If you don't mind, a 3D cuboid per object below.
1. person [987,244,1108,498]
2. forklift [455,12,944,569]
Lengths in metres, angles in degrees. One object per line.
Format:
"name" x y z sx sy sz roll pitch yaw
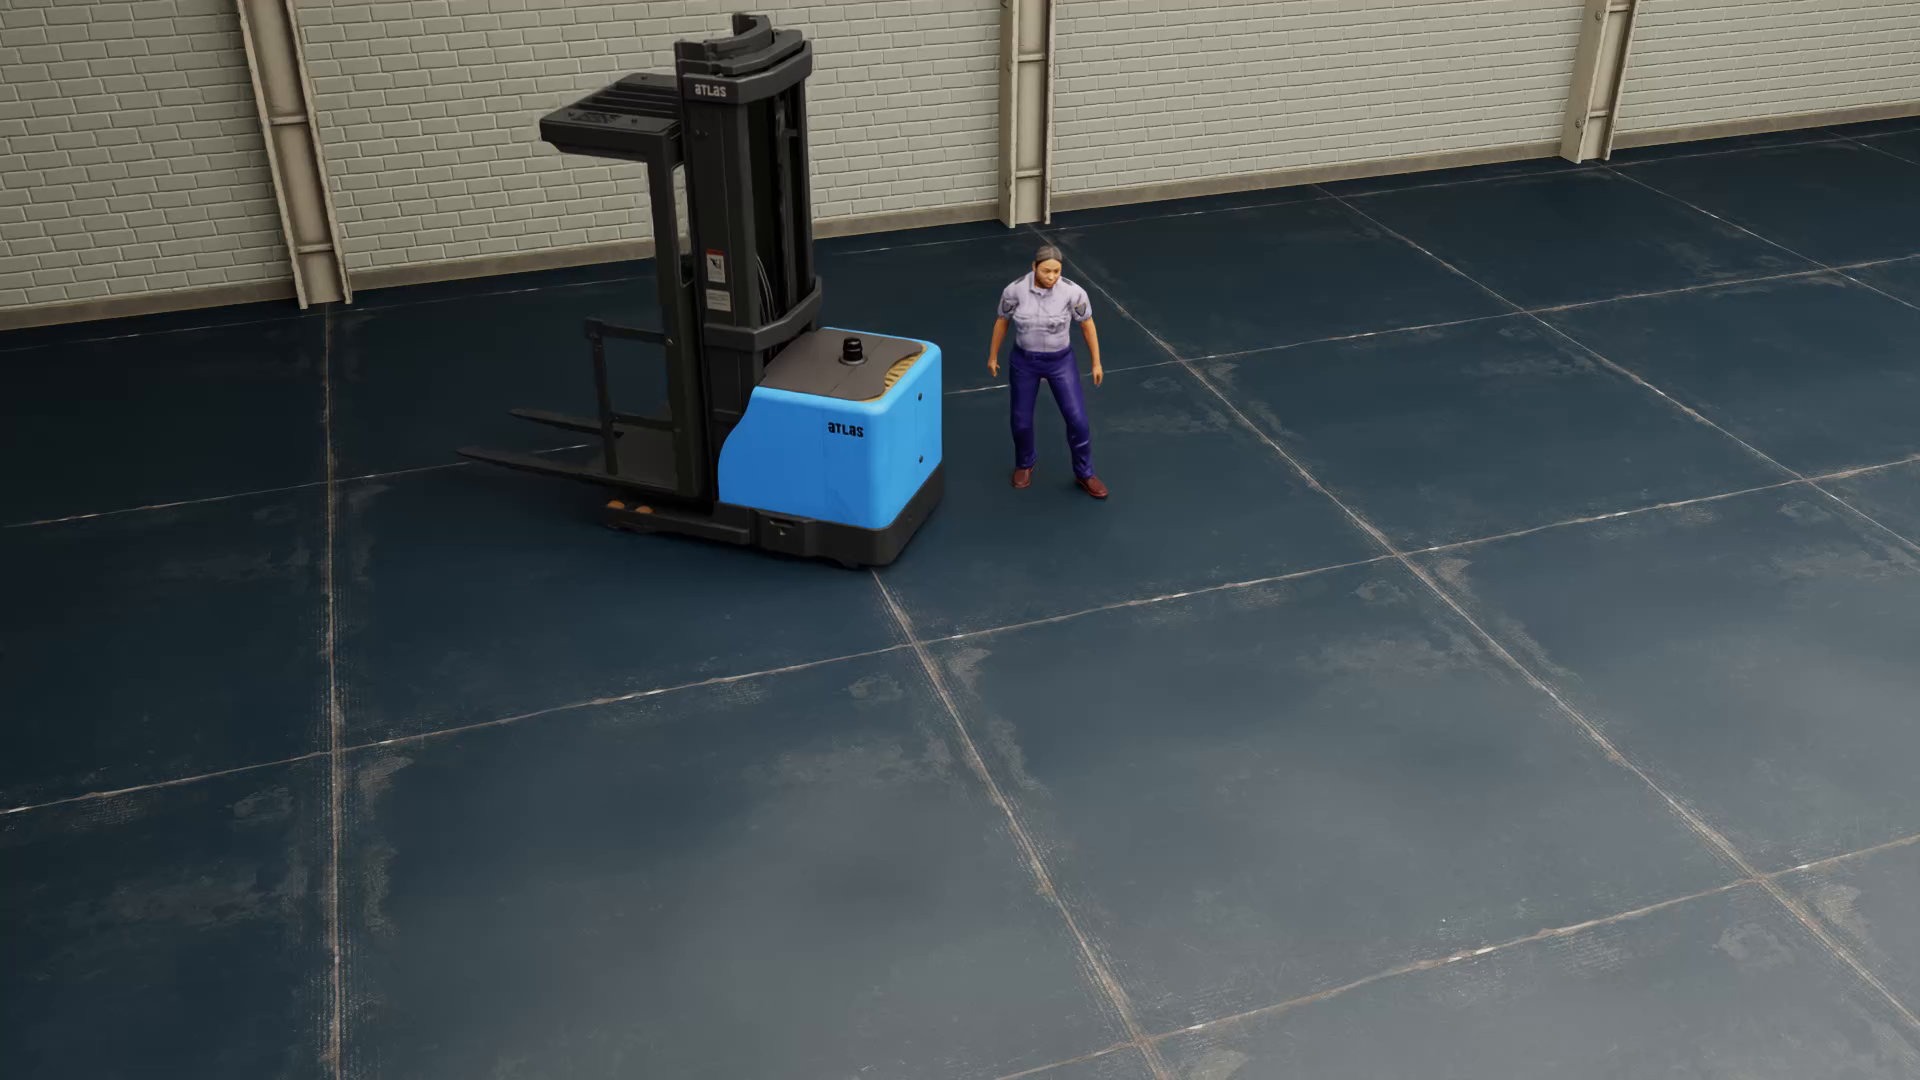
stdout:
"person" 0.557 -1.069 10.271 0.796 1.621 0.374 3 30 6
"forklift" -1.671 -1.543 9.769 3.031 2.935 1.130 10 31 17
